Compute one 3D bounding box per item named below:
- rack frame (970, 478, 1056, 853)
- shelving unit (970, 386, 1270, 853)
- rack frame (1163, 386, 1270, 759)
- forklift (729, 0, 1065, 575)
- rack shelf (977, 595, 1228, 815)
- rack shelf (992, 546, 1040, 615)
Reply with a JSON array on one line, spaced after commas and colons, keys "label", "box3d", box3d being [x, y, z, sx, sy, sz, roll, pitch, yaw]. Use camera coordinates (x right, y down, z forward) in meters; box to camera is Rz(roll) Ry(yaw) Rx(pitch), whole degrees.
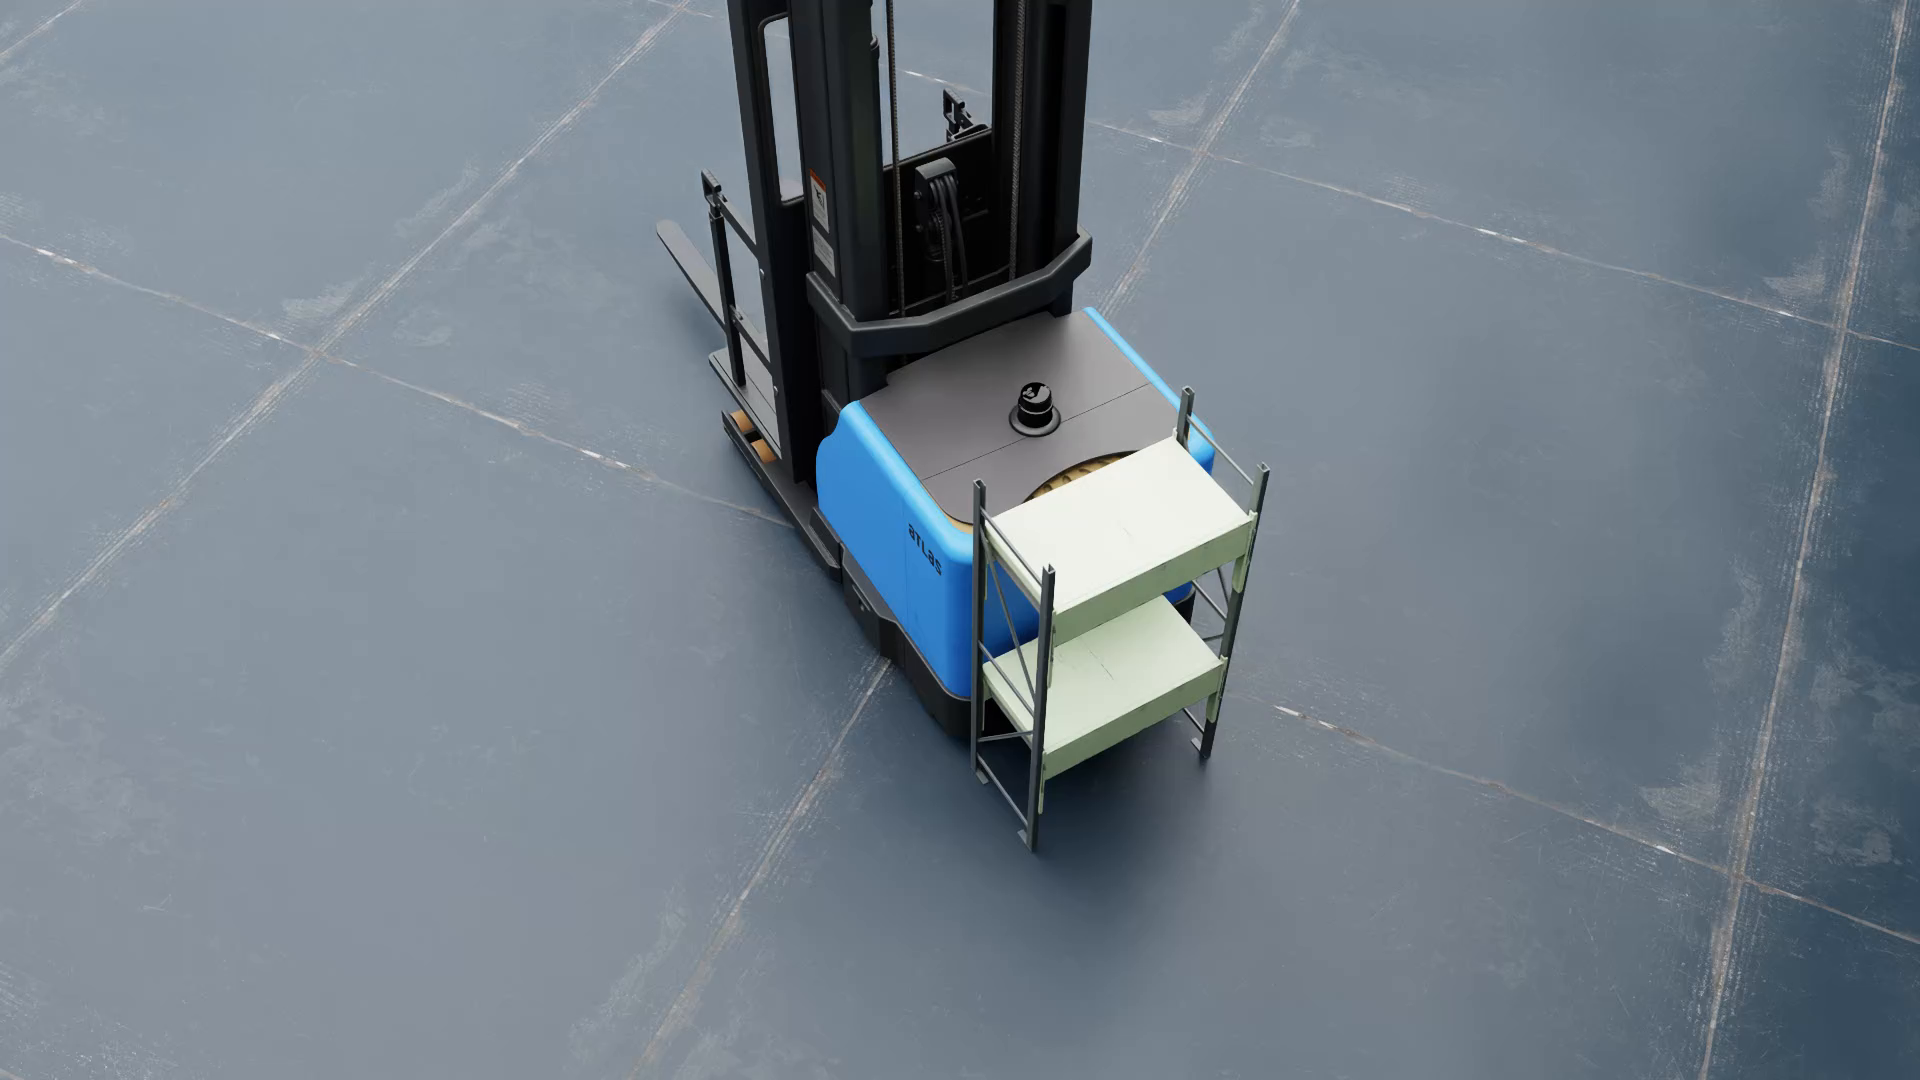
[{"label": "rack frame", "box3d": [0.149, 0.443, 5.203, 0.023, 1.500, 0.400, -24, 54, -19]}, {"label": "shelving unit", "box3d": [6.568, -11.339, 15.229, 26.925, 1.500, 20.390, -24, 54, -19]}, {"label": "rack frame", "box3d": [0.778, 0.157, 5.447, 0.023, 1.500, 0.400, -24, 54, -19]}, {"label": "forklift", "box3d": [7.473, -16.734, 14.888, 32.329, 9.011, 25.350, -24, 54, -19]}, {"label": "rack shelf", "box3d": [6.575, -11.053, 15.571, 26.908, 0.609, 20.390, -24, 54, -19]}, {"label": "rack shelf", "box3d": [0.464, 0.001, 4.973, 0.664, 0.071, 0.332, -24, 54, -19]}]
